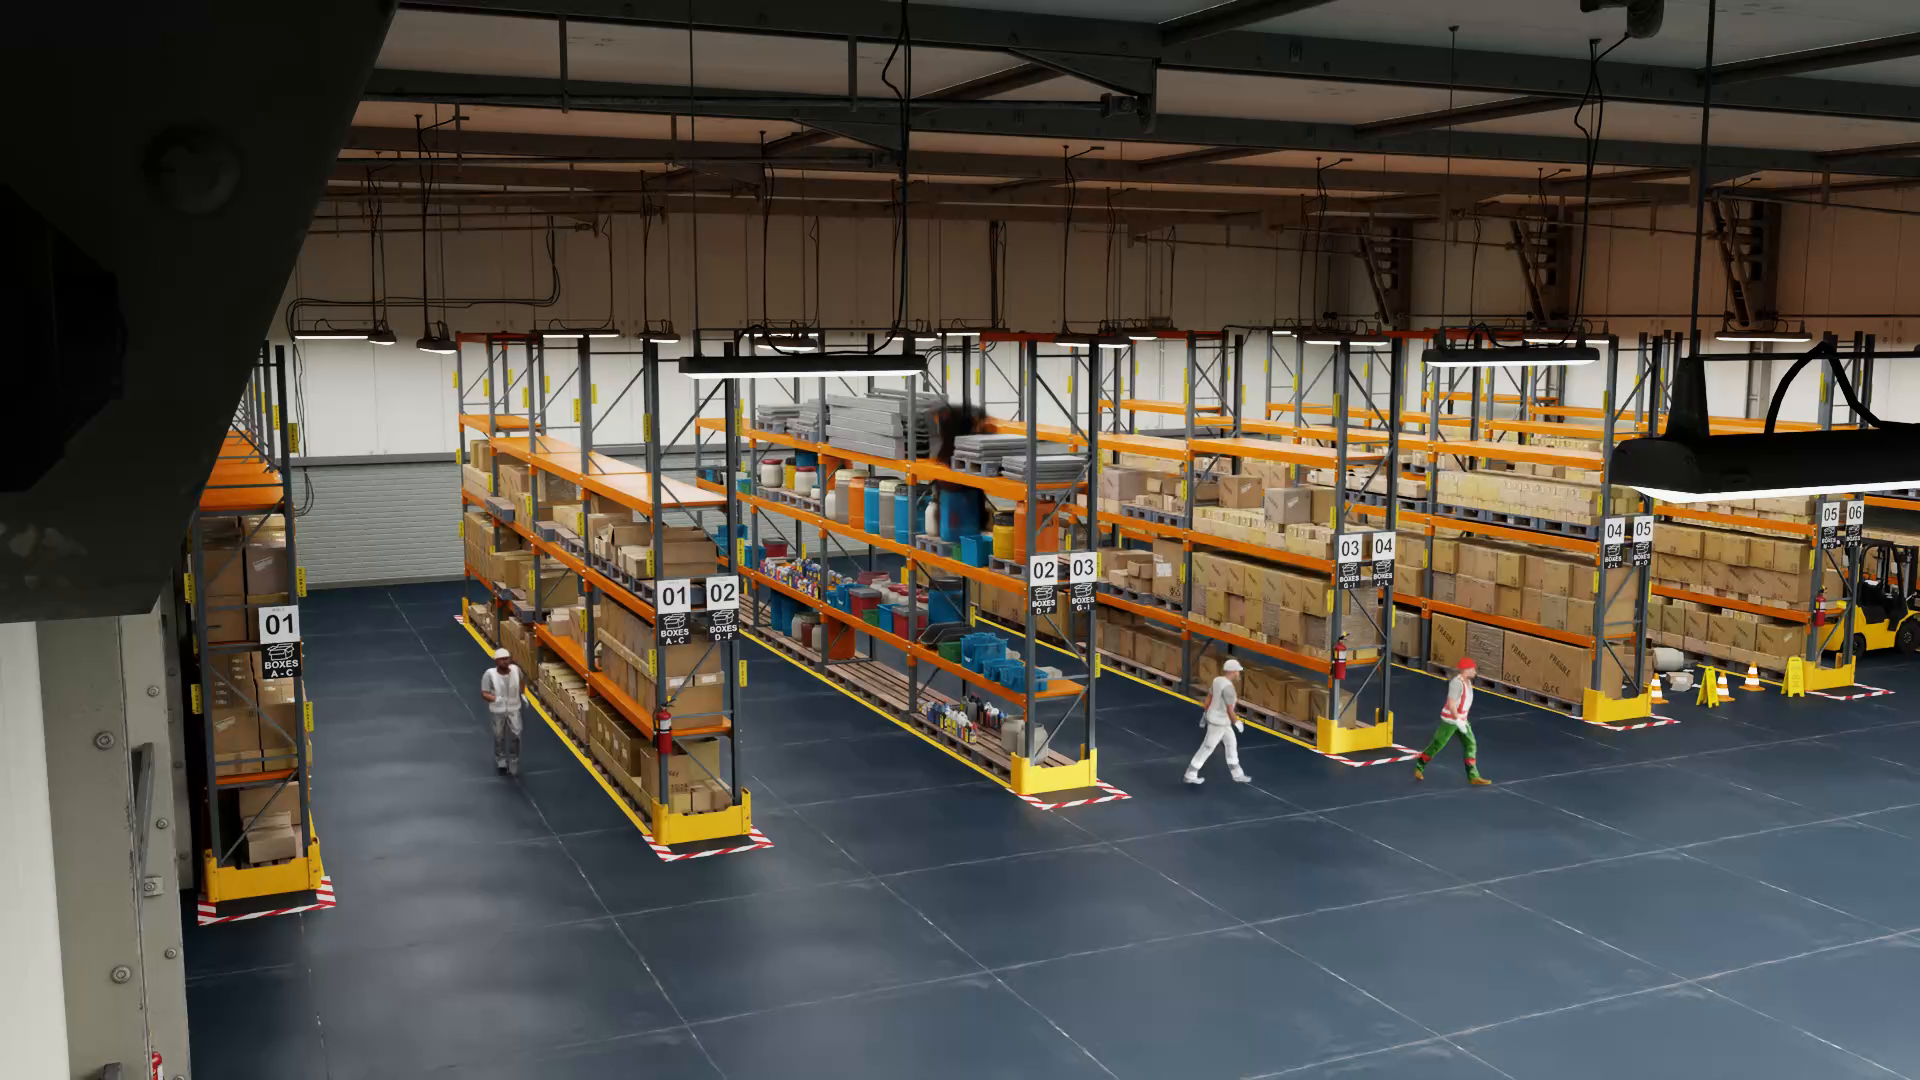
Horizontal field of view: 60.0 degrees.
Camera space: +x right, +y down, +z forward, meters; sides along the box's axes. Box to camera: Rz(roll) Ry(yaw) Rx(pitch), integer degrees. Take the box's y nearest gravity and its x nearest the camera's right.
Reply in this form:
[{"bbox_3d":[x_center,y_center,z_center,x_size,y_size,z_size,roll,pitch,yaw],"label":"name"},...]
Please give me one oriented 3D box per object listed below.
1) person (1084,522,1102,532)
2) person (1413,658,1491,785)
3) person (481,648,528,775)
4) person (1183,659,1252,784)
[{"bbox_3d":[3.344,-0.177,41.821,0.872,1.803,0.664,-1,8,-9],"label":"person"},{"bbox_3d":[6.684,2.445,22.512,1.001,1.730,0.700,6,10,37],"label":"person"},{"bbox_3d":[-6.261,2.370,22.938,0.650,1.784,0.798,-3,8,-23],"label":"person"},{"bbox_3d":[3.496,2.460,22.377,0.948,1.748,0.612,1,8,5],"label":"person"}]
